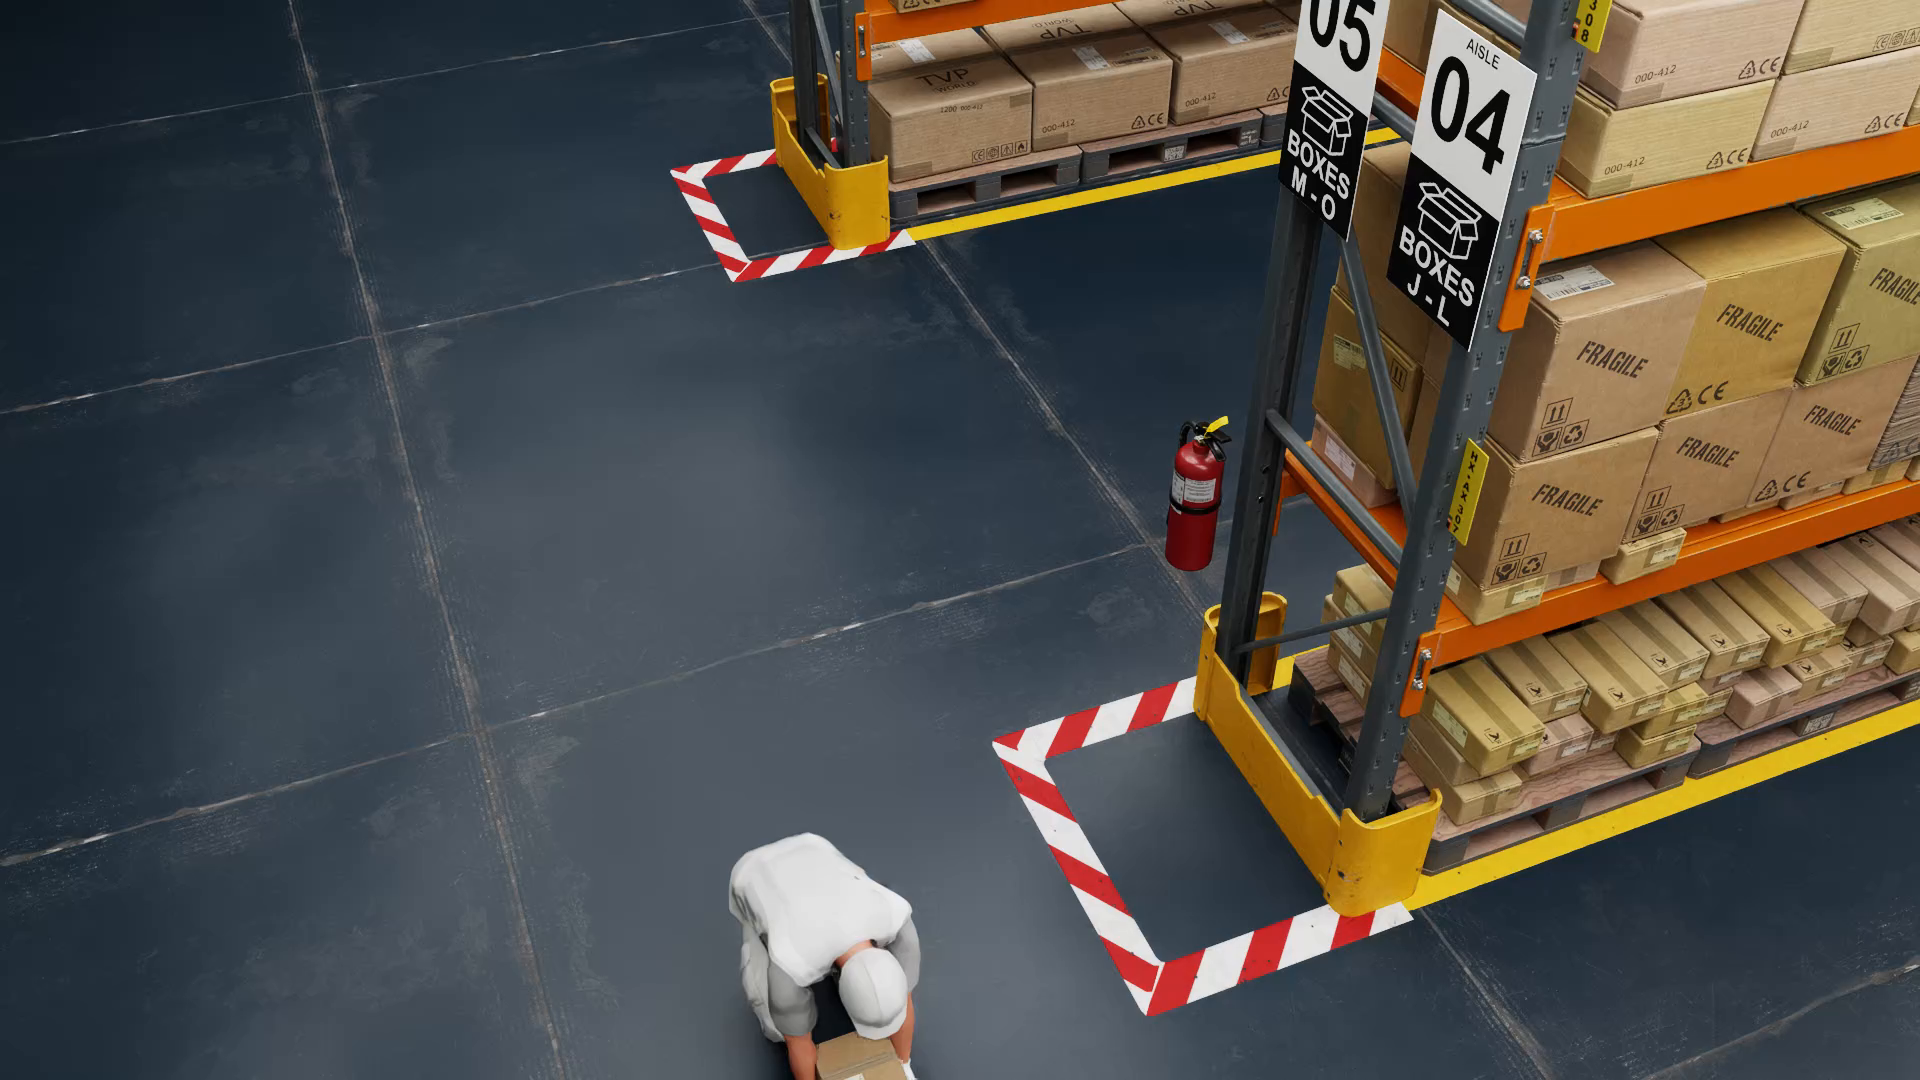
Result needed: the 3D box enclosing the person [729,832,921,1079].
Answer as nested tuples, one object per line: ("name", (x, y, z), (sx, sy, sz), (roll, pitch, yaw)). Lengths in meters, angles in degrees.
("person", (-0.431, 1.376, 5.375), (0.551, 0.873, 0.911), (-15, 44, -17))
